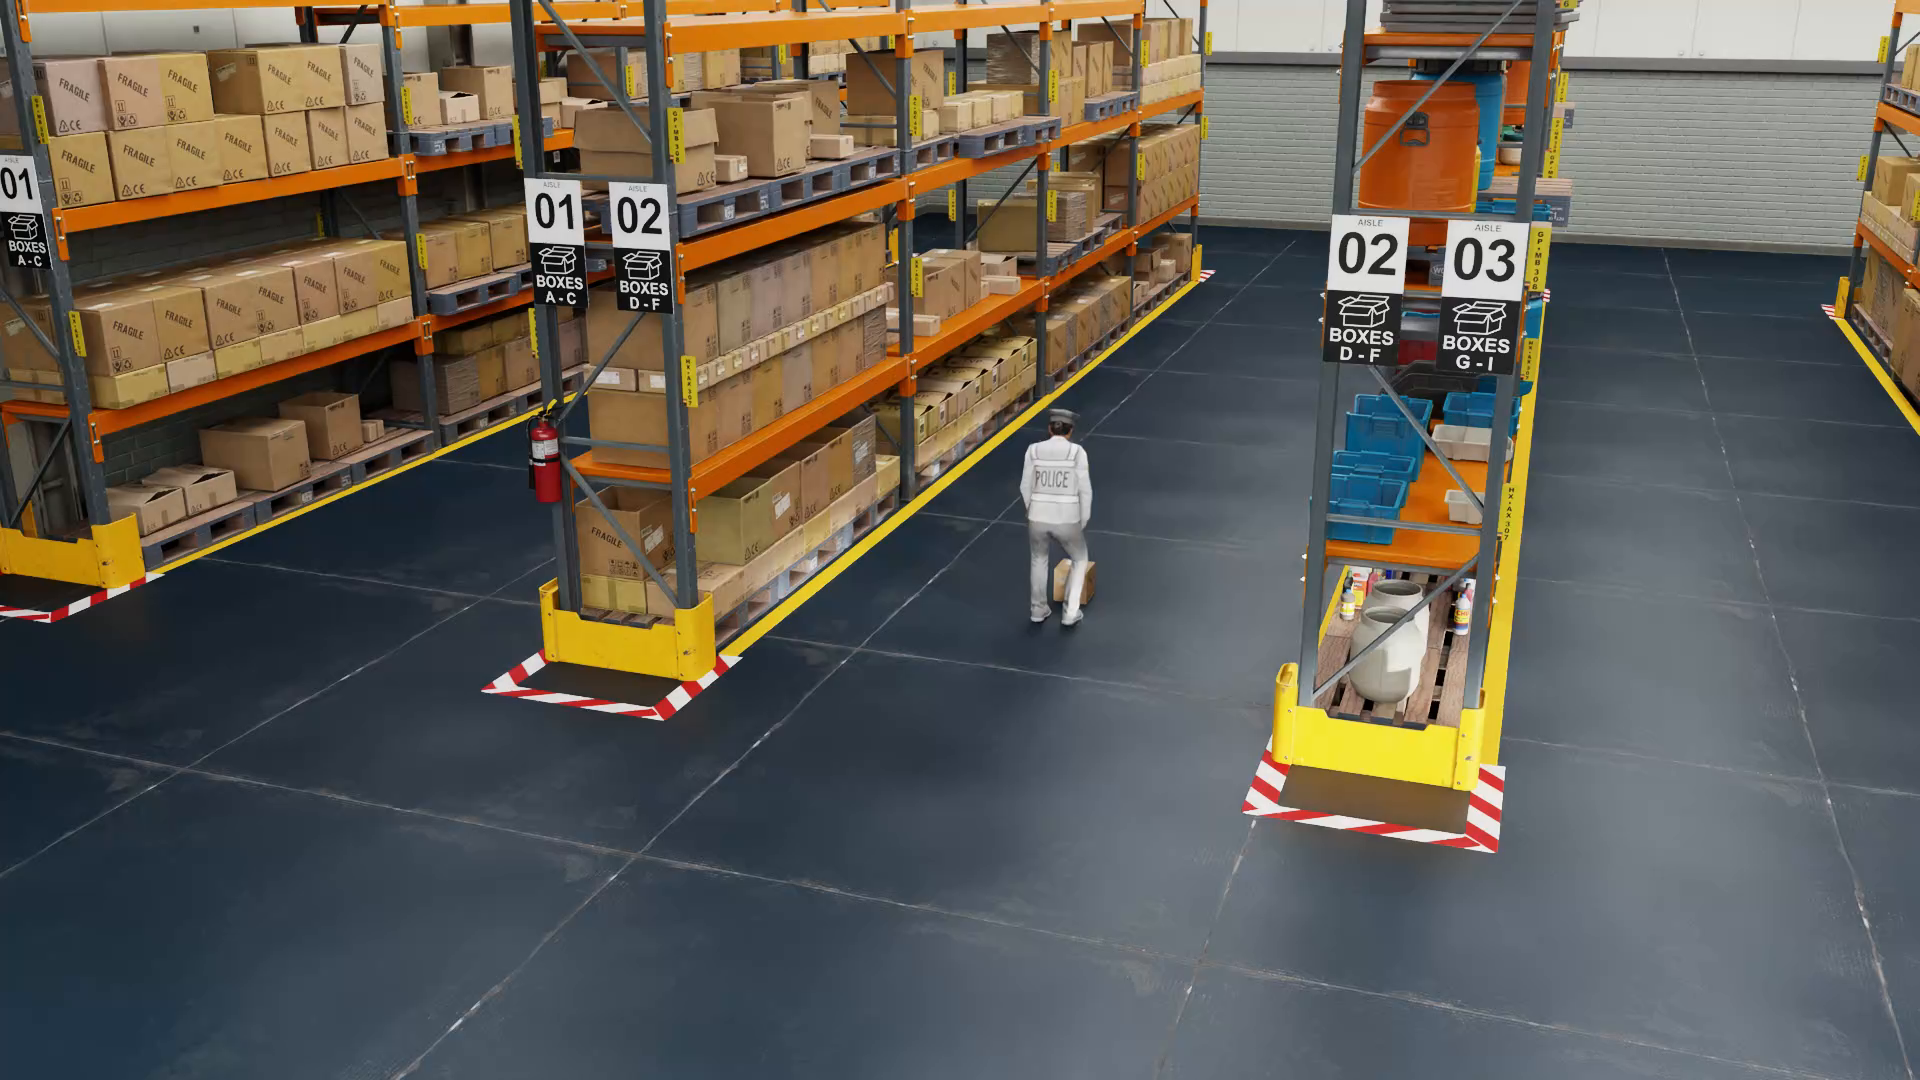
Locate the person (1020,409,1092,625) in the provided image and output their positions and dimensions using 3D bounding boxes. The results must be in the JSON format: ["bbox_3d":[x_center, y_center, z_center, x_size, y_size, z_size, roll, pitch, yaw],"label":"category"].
[{"bbox_3d":[0.671,-0.160,11.773,0.526,1.522,0.591,7,20,19],"label":"person"}]
